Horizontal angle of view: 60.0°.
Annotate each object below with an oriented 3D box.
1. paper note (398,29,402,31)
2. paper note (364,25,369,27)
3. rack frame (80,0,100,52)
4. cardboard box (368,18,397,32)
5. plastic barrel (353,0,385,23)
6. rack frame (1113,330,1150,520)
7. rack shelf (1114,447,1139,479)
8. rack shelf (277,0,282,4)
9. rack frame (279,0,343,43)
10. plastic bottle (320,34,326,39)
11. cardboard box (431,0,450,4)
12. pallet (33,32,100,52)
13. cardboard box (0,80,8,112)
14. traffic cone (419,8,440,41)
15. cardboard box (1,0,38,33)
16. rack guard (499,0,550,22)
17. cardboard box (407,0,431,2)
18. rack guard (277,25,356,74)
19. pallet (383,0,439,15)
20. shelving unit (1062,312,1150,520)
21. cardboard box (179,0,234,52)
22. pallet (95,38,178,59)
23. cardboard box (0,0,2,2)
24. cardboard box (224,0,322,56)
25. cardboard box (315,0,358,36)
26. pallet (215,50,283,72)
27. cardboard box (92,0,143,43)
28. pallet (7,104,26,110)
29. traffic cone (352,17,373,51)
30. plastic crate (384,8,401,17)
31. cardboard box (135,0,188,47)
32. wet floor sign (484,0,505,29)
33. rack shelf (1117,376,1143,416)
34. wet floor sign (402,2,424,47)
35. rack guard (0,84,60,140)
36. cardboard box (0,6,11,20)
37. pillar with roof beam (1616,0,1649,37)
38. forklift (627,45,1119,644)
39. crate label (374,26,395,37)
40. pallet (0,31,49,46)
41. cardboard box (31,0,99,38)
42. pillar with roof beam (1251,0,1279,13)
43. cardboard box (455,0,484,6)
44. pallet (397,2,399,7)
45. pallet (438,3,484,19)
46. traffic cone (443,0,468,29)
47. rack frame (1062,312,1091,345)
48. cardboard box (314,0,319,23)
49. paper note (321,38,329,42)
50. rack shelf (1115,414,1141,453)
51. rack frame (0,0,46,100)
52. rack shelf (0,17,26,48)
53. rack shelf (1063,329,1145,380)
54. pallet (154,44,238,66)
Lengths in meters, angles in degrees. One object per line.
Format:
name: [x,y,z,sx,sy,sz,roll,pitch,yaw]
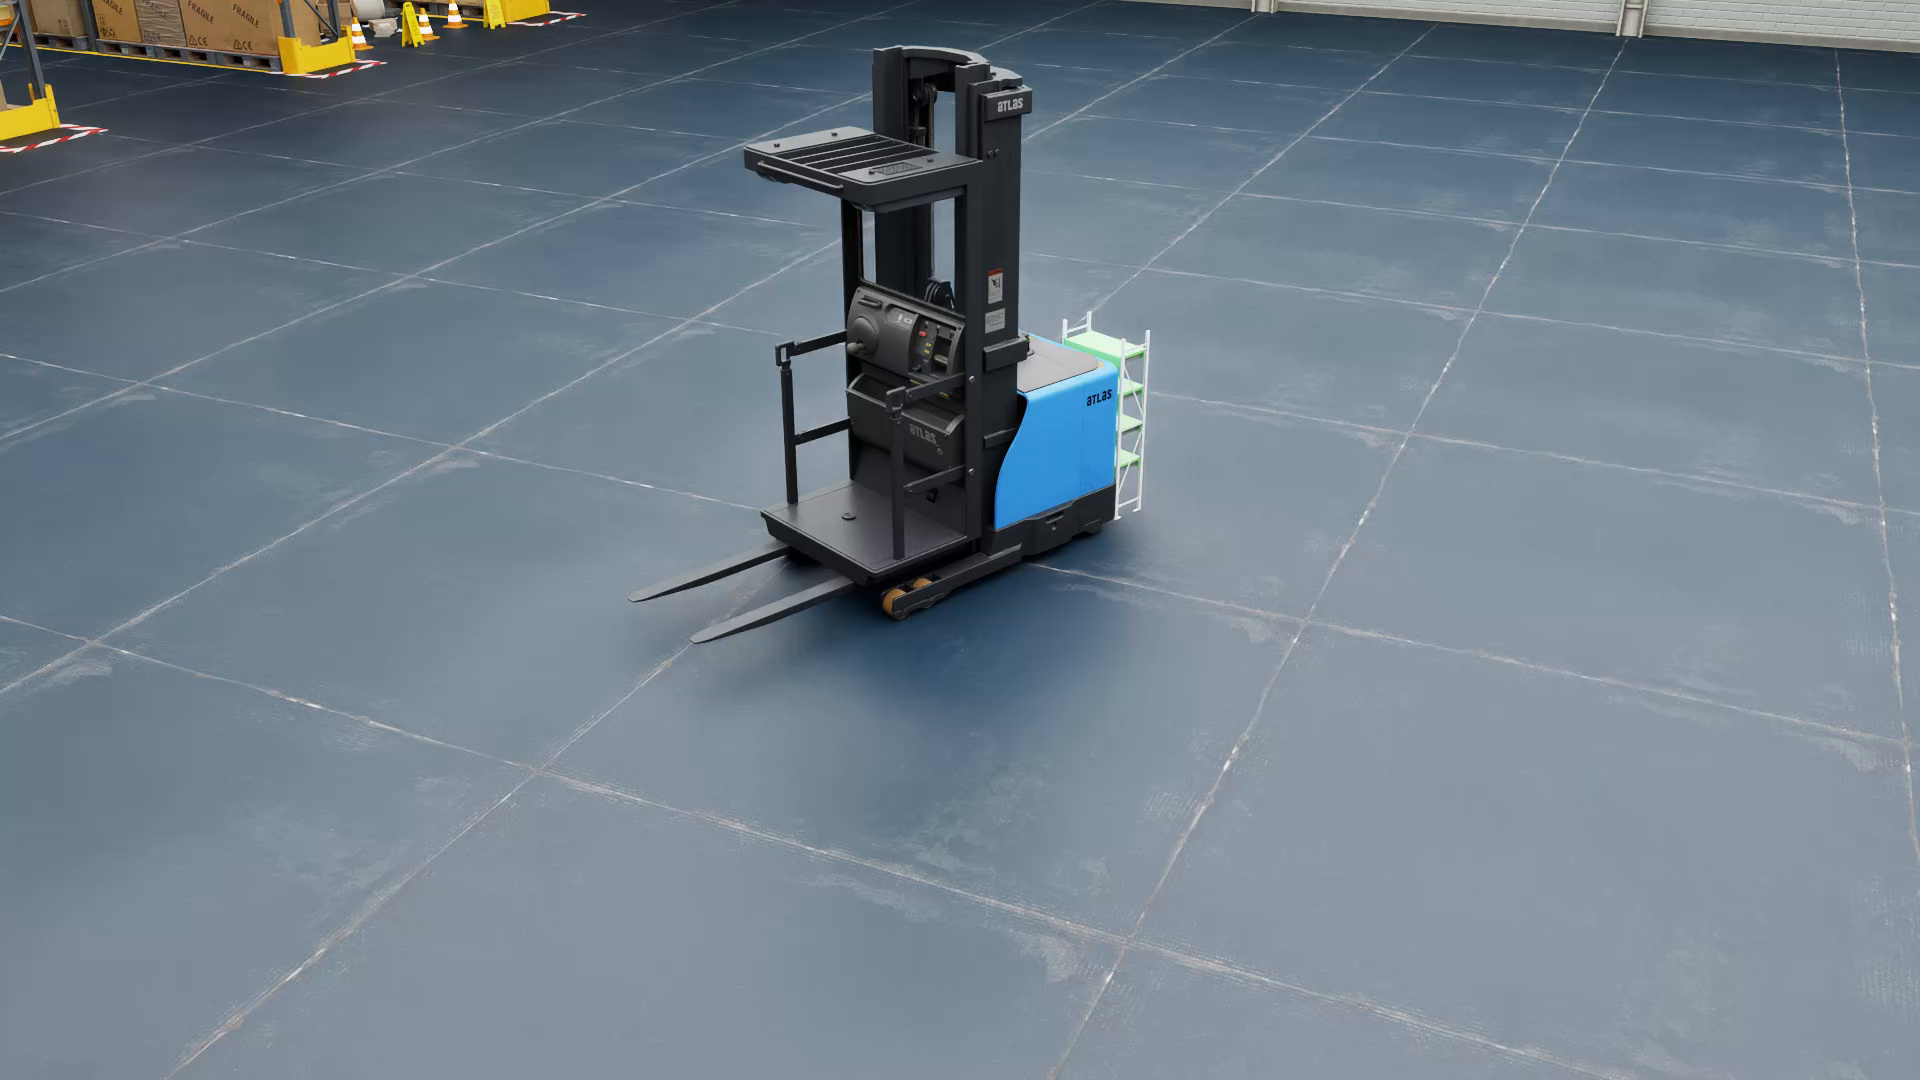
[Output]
paper note: [-9.092,-8.311,27.096,0.142,0.019,0.148,2,26,4]
paper note: [-9.803,-8.521,27.536,0.142,0.019,0.148,23,35,39]
rack frame: [-13.006,-8.993,25.120,0.127,3.000,1.000,11,28,22]
cardboard box: [-9.436,-8.419,27.181,0.380,0.149,0.250,-18,31,-31]
plastic barrel: [-9.915,-8.884,27.814,0.512,0.421,0.421,-12,29,-23]
rack frame: [1.063,-0.701,10.315,0.240,1.200,0.015,-22,34,-38]
rack shelf: [0.897,-0.507,10.610,0.258,0.148,0.480,-22,34,-38]
rack shelf: [-11.185,-8.305,24.536,4.000,0.370,1.077,11,28,22]
rack frame: [-9.365,-8.262,23.635,0.127,3.000,1.000,11,28,22]
plastic bottle: [-10.264,-8.027,26.485,0.283,0.061,0.133,2,26,4]
cardboard box: [-8.723,-9.363,28.509,0.500,0.250,0.500,11,28,22]
pallet: [-13.740,-7.853,25.961,1.213,0.211,1.003,11,28,22]
cardboard box: [-12.071,-5.474,20.326,0.500,0.500,0.500,17,31,31]
traffic cone: [-8.483,-8.184,26.348,0.334,0.463,0.336,11,28,22]
cardboard box: [-14.485,-8.427,26.043,0.750,0.750,1.050,11,28,22]
rack guard: [-7.477,-9.163,28.295,0.348,0.500,1.175,11,28,22]
cardboard box: [-9.202,-9.456,28.698,0.500,0.250,0.500,10,28,20]
rack guard: [-9.343,-7.136,24.178,0.348,0.500,1.175,11,28,22]
pallet: [-9.308,-9.420,29.144,1.213,0.211,1.003,11,28,22]
shelving unit: [0.897,-0.780,10.475,0.258,1.200,0.503,-22,34,-38]
cardboard box: [-10.811,-7.754,24.534,0.875,0.875,0.875,11,28,21]
pallet: [-12.346,-7.572,25.390,1.213,0.211,1.003,11,28,22]
cardboard box: [-11.999,-6.576,19.760,0.500,0.500,0.875,11,28,22]
cardboard box: [-10.010,-7.594,24.209,0.875,0.875,0.875,12,28,22]
cardboard box: [-10.055,-8.454,26.851,0.637,0.503,0.797,-7,27,-14]
pallet: [-10.125,-7.125,24.484,1.213,0.211,1.003,11,28,22]
cardboard box: [-12.463,-8.085,25.206,0.875,0.875,0.875,12,29,23]
pallet: [-12.304,-5.211,20.596,1.213,0.211,1.003,11,28,22]
traffic cone: [-9.260,-7.792,25.552,0.334,0.463,0.336,11,28,22]
plastic crate: [-9.959,-9.075,28.592,0.583,0.080,0.402,2,26,4]
cardboard box: [-11.640,-7.922,24.874,0.875,0.875,0.875,12,28,22]
wet floor sign: [-7.678,-8.749,27.290,0.232,0.644,0.267,23,35,39]
rack shelf: [0.897,-0.938,10.398,0.258,0.148,0.480,-22,34,-38]
wet floor sign: [-8.519,-7.996,25.761,0.232,0.644,0.267,6,27,13]
rack guard: [-11.579,-5.178,20.202,0.348,0.500,1.175,11,28,22]
cardboard box: [-11.671,-6.321,19.977,0.250,0.149,0.380,11,28,22]
pillar with roof beam: [8.986,-10.426,21.239,0.400,9.000,9.100,11,28,22]
forklift: [-0.470,-1.131,9.229,3.031,2.935,1.130,-21,33,-37]
crate label: [-9.225,-8.157,26.662,0.298,0.136,0.250,-2,26,-5]
pallet: [-14.854,-8.075,26.413,1.213,0.211,1.003,11,28,22]
cardboard box: [-13.608,-8.250,25.681,0.750,0.750,1.050,11,28,22]
pillar with roof beam: [3.524,-11.523,23.467,0.400,9.000,9.100,11,28,22]
cardboard box: [-8.277,-9.269,28.319,0.500,0.250,0.500,11,28,22]
pallet: [-10.423,-9.642,29.596,1.213,0.211,1.003,11,28,22]
pallet: [-8.202,-9.196,28.690,1.213,0.211,1.003,11,28,22]
traffic cone: [-8.333,-8.692,27.381,0.334,0.463,0.336,11,28,22]
rack frame: [0.732,-0.859,10.636,0.240,1.200,0.015,-22,34,-38]
cardboard box: [-10.909,-8.682,27.161,0.503,0.637,0.797,11,28,22]
paper note: [-10.052,-7.891,26.244,0.142,0.017,0.144,23,35,39]
rack shelf: [0.897,-0.722,10.504,0.258,0.148,0.480,-22,34,-38]
rack frame: [-11.510,-6.286,19.621,0.127,3.000,1.000,11,28,22]
rack shelf: [-13.331,-6.329,20.523,4.000,0.370,1.077,11,28,22]
rack shelf: [0.897,-1.153,10.292,0.258,0.148,0.480,-22,34,-38]
pallet: [-11.232,-7.349,24.938,1.213,0.211,1.003,11,28,22]
